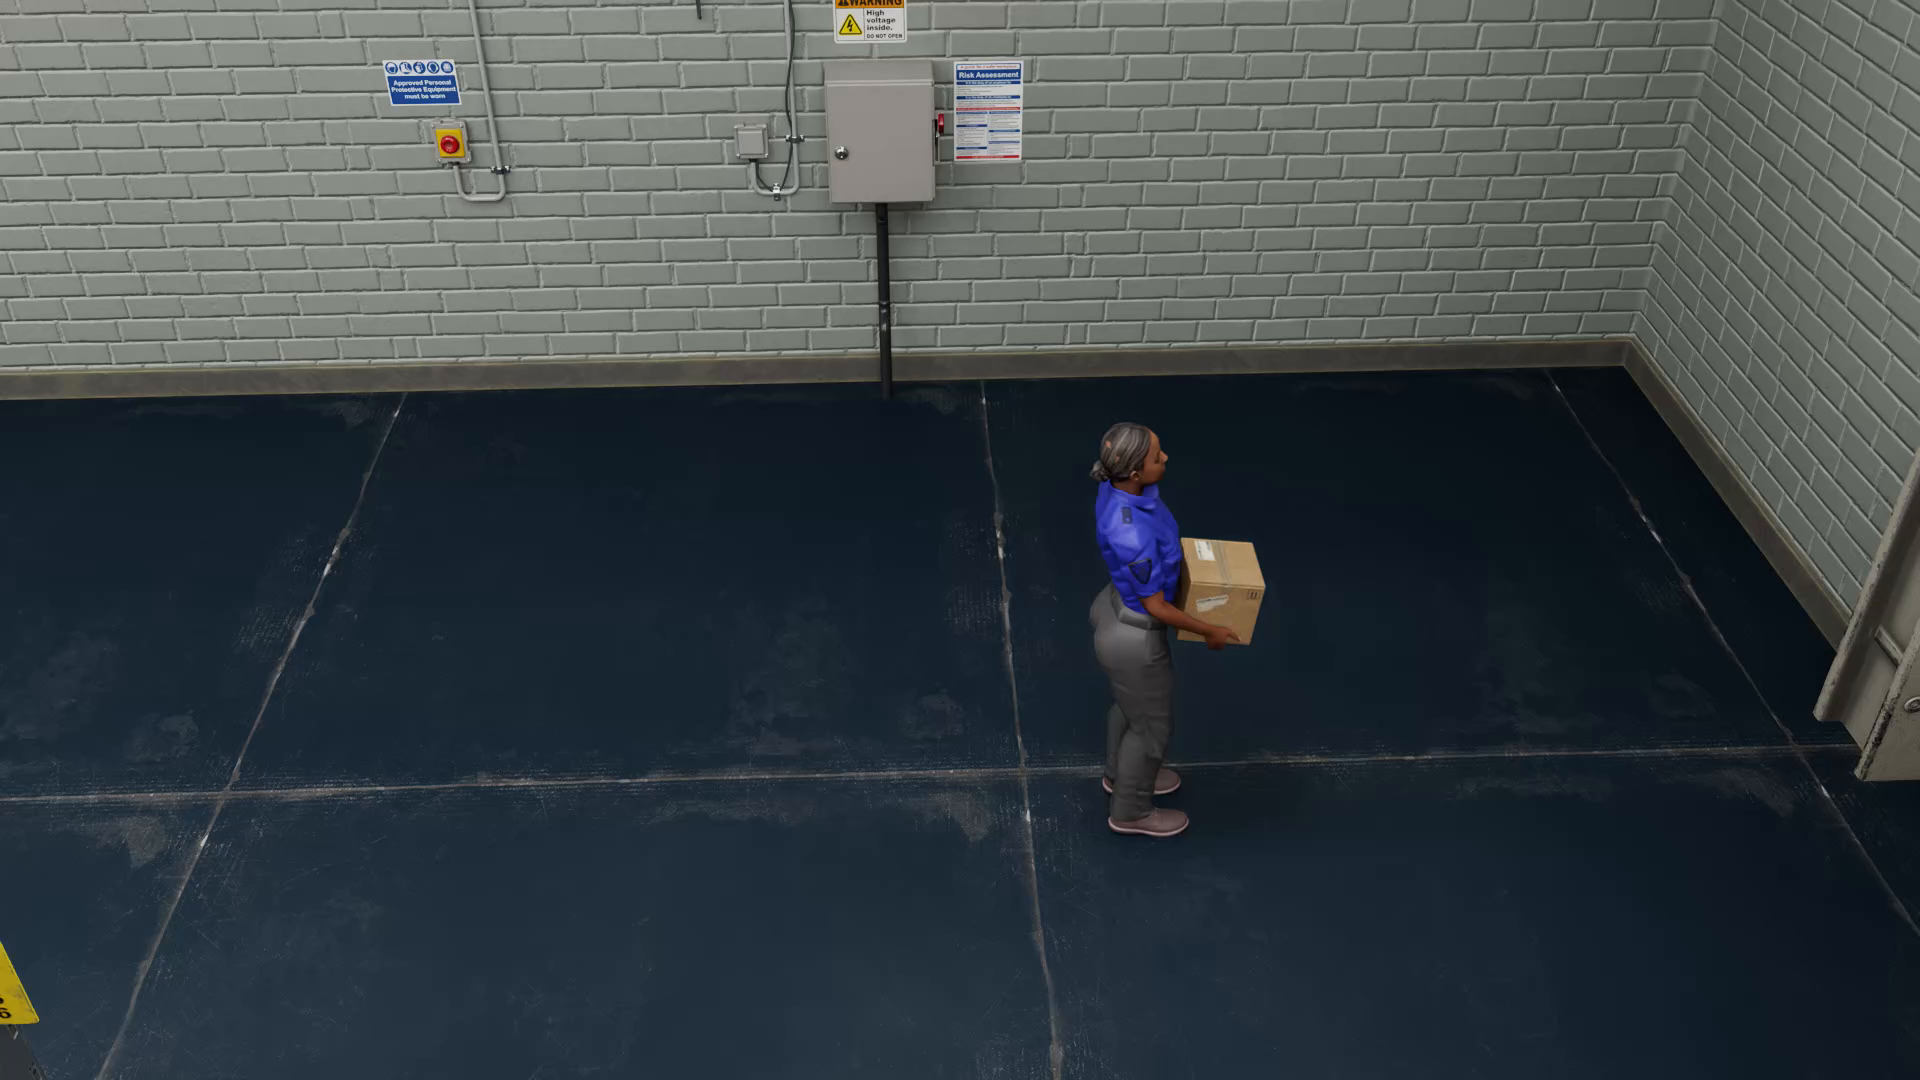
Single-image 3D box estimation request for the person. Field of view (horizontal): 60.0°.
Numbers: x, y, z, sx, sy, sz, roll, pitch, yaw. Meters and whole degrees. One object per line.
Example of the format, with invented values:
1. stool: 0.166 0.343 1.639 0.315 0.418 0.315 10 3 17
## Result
1. person: 0.677 0.318 5.713 0.518 1.647 0.450 -1 35 -1
